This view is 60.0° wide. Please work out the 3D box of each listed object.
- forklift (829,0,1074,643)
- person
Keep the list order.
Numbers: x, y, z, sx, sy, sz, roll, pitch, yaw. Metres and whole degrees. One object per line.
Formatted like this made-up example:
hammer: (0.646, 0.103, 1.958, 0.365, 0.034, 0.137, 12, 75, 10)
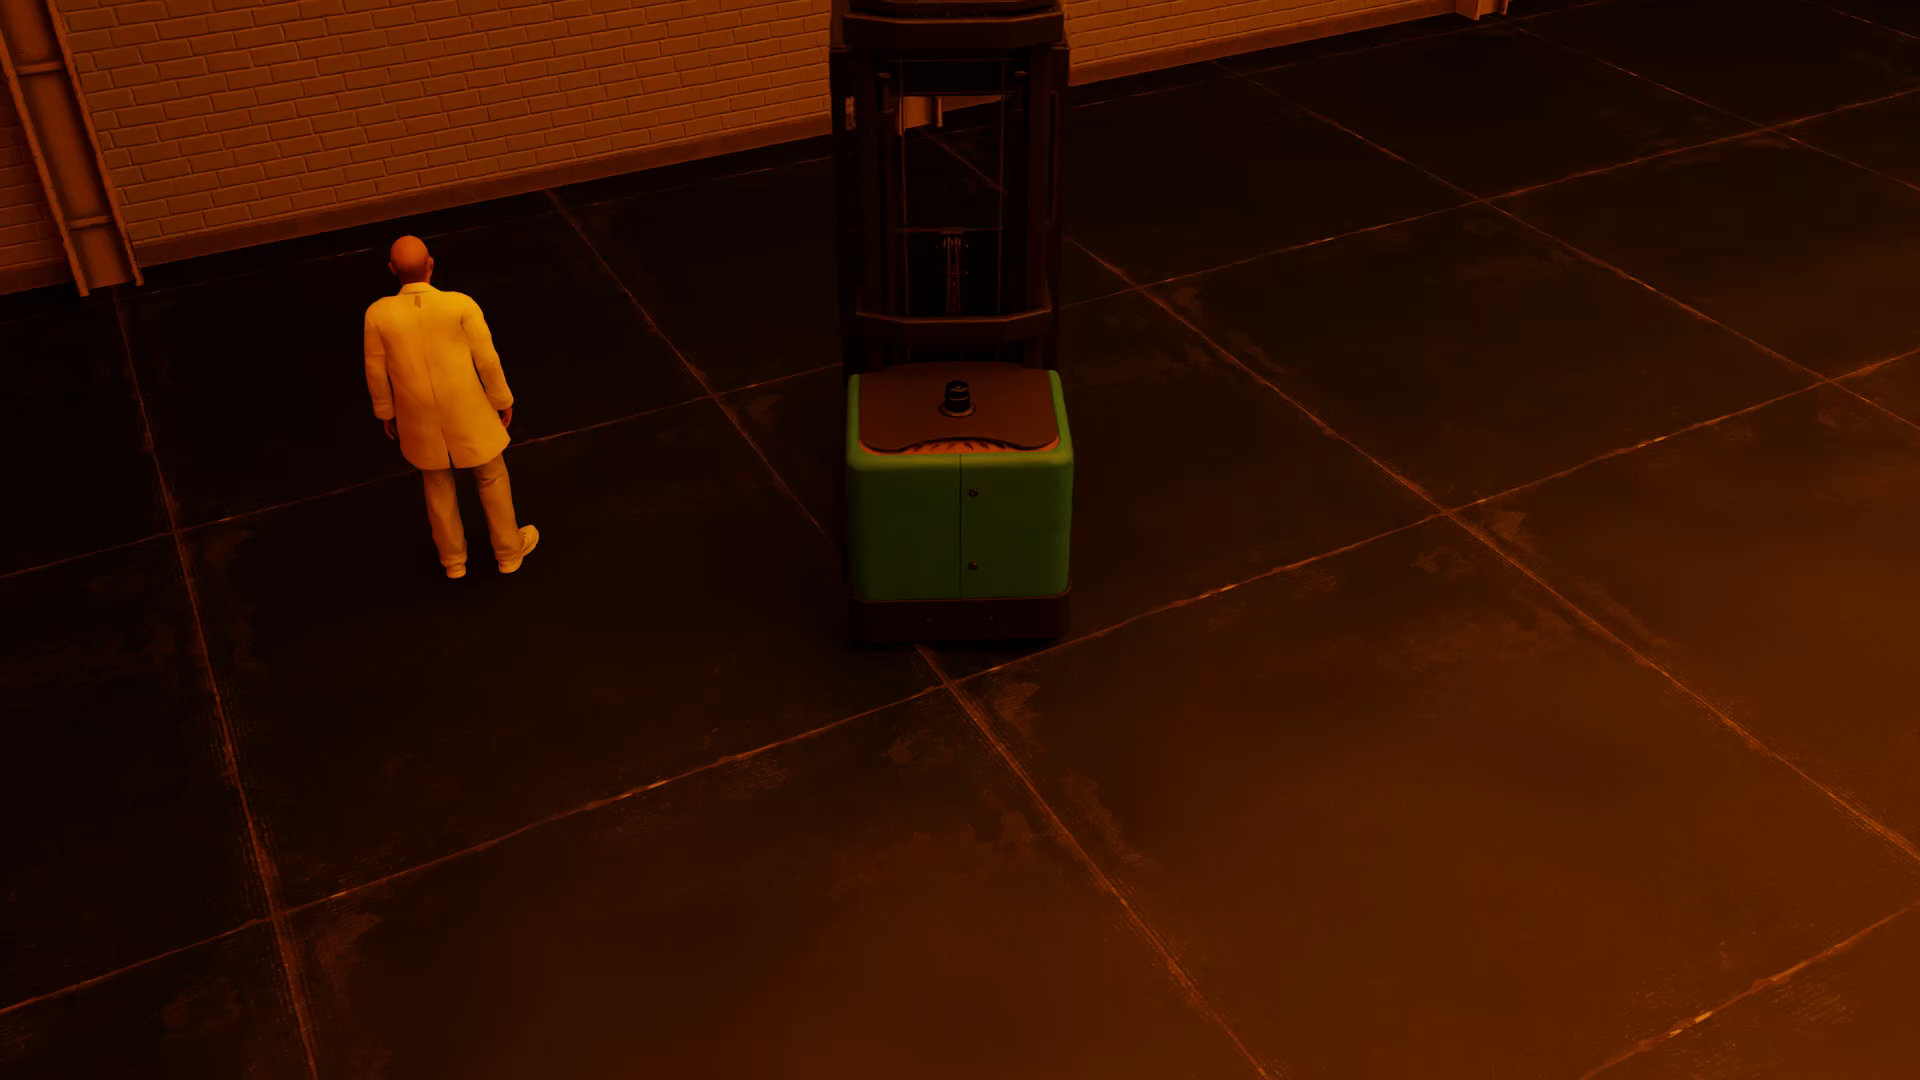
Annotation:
forklift: (-0.060, -1.537, 8.297, 1.130, 2.935, 3.031, -1, 35, -2)
person: (-2.480, -0.619, 8.001, 0.654, 1.775, 0.421, -5, 36, -7)
